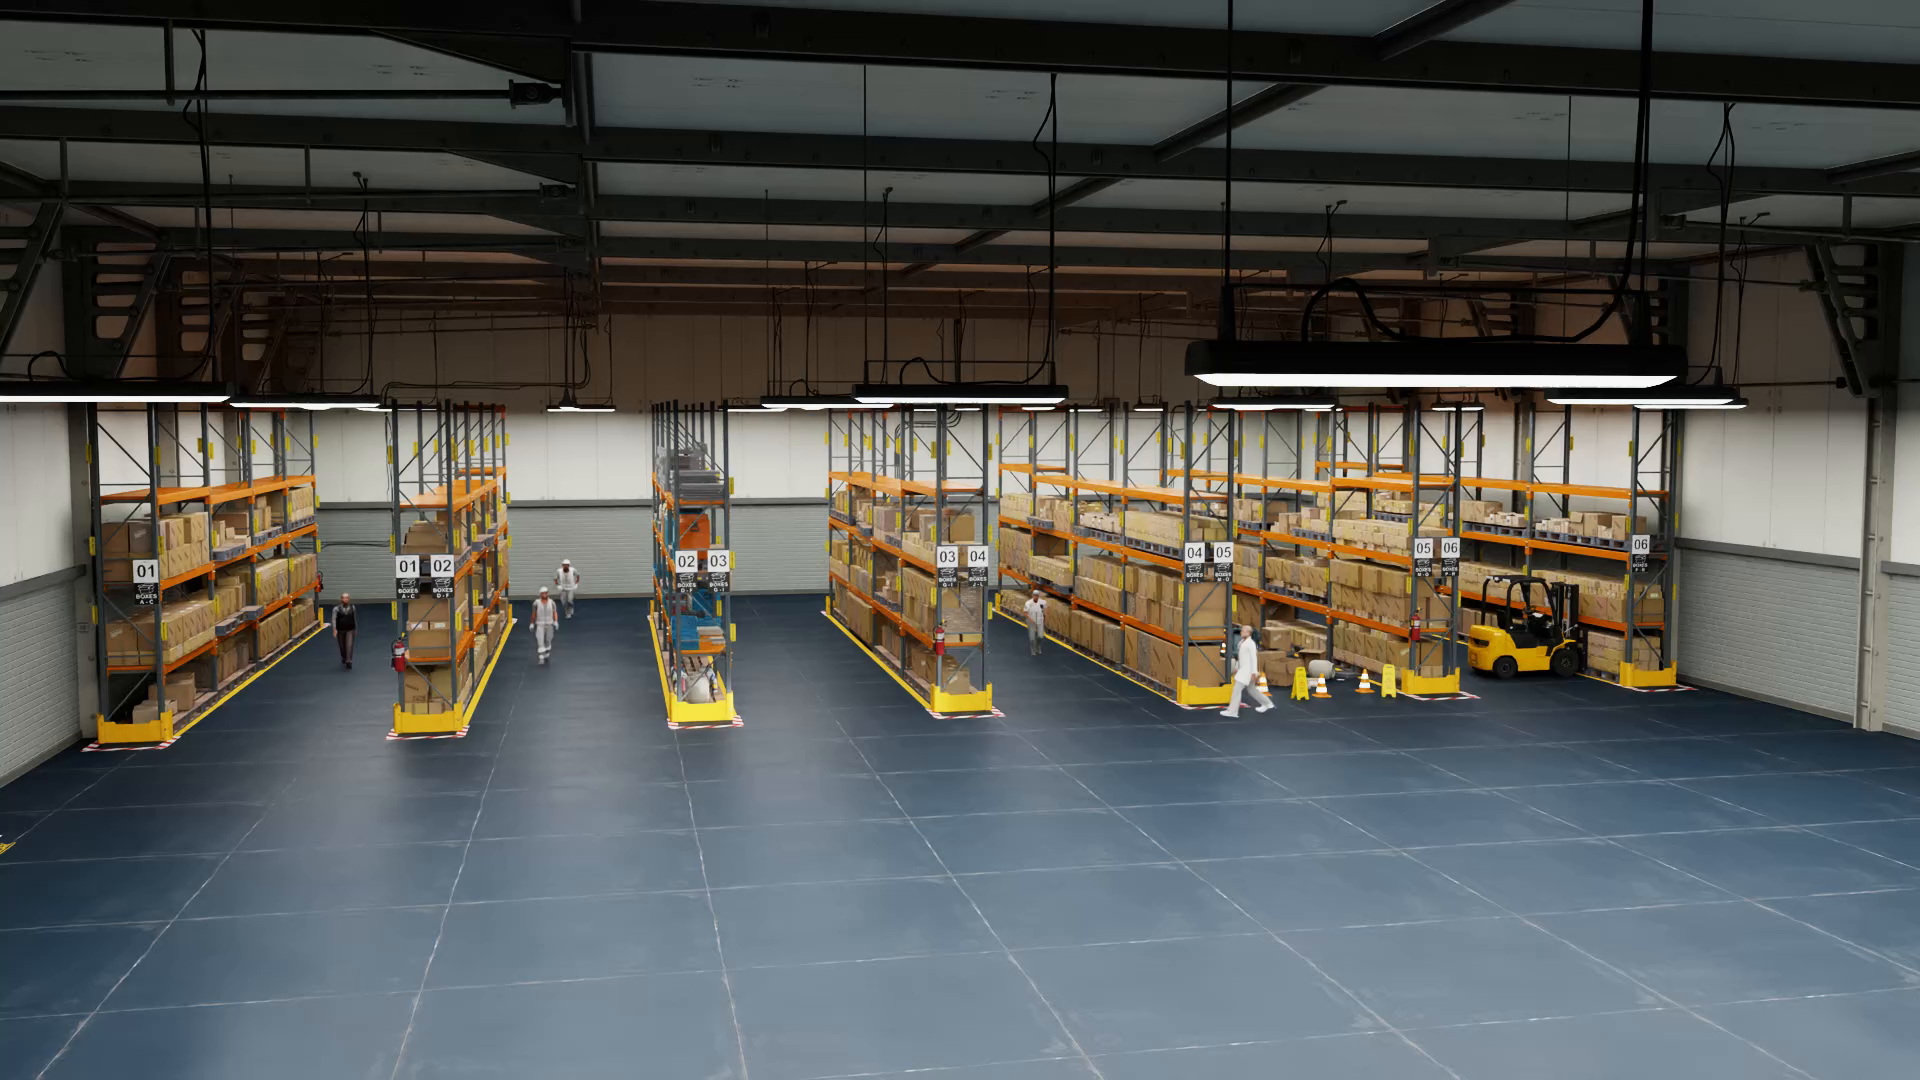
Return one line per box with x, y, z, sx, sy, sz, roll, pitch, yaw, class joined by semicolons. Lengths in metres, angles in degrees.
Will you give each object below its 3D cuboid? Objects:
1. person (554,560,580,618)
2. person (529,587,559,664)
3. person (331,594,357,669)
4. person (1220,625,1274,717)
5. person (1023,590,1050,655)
-11.036;1.372;46.668;0.683;1.680;0.660;0;4;-2;person
-9.552;1.946;38.201;0.625;1.721;1.050;-2;5;-22;person
-13.937;2.049;37.627;0.520;1.669;1.084;-1;4;-15;person
5.443;2.477;31.480;1.142;1.731;0.578;-1;4;-11;person
1.819;1.959;39.488;0.644;1.581;0.749;0;4;-2;person
